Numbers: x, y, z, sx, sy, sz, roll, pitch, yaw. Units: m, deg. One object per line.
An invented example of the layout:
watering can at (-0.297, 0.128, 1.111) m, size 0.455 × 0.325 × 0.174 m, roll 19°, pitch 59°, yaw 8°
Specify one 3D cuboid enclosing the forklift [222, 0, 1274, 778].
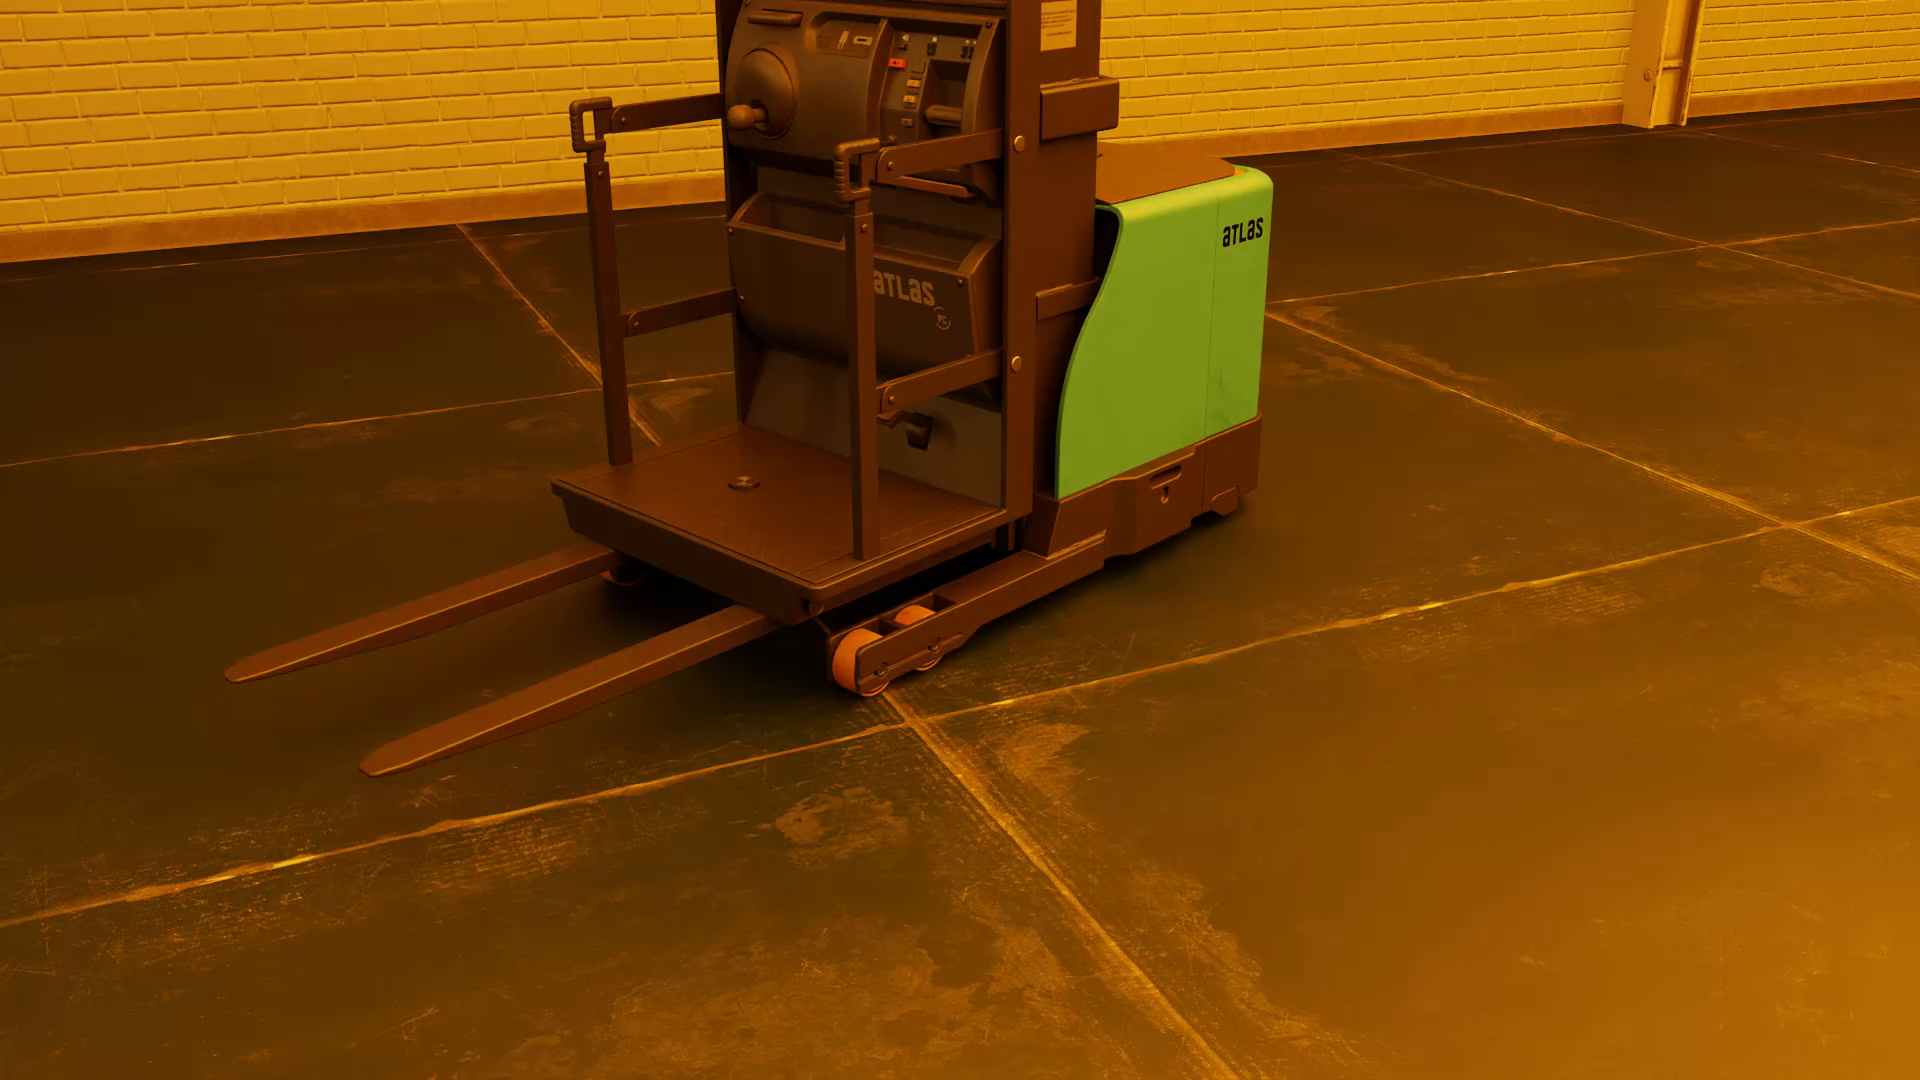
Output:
forklift at (-0.413, -1.182, 4.131) m, size 1.130 × 2.935 × 3.031 m, roll 19°, pitch 29°, yaw 39°
